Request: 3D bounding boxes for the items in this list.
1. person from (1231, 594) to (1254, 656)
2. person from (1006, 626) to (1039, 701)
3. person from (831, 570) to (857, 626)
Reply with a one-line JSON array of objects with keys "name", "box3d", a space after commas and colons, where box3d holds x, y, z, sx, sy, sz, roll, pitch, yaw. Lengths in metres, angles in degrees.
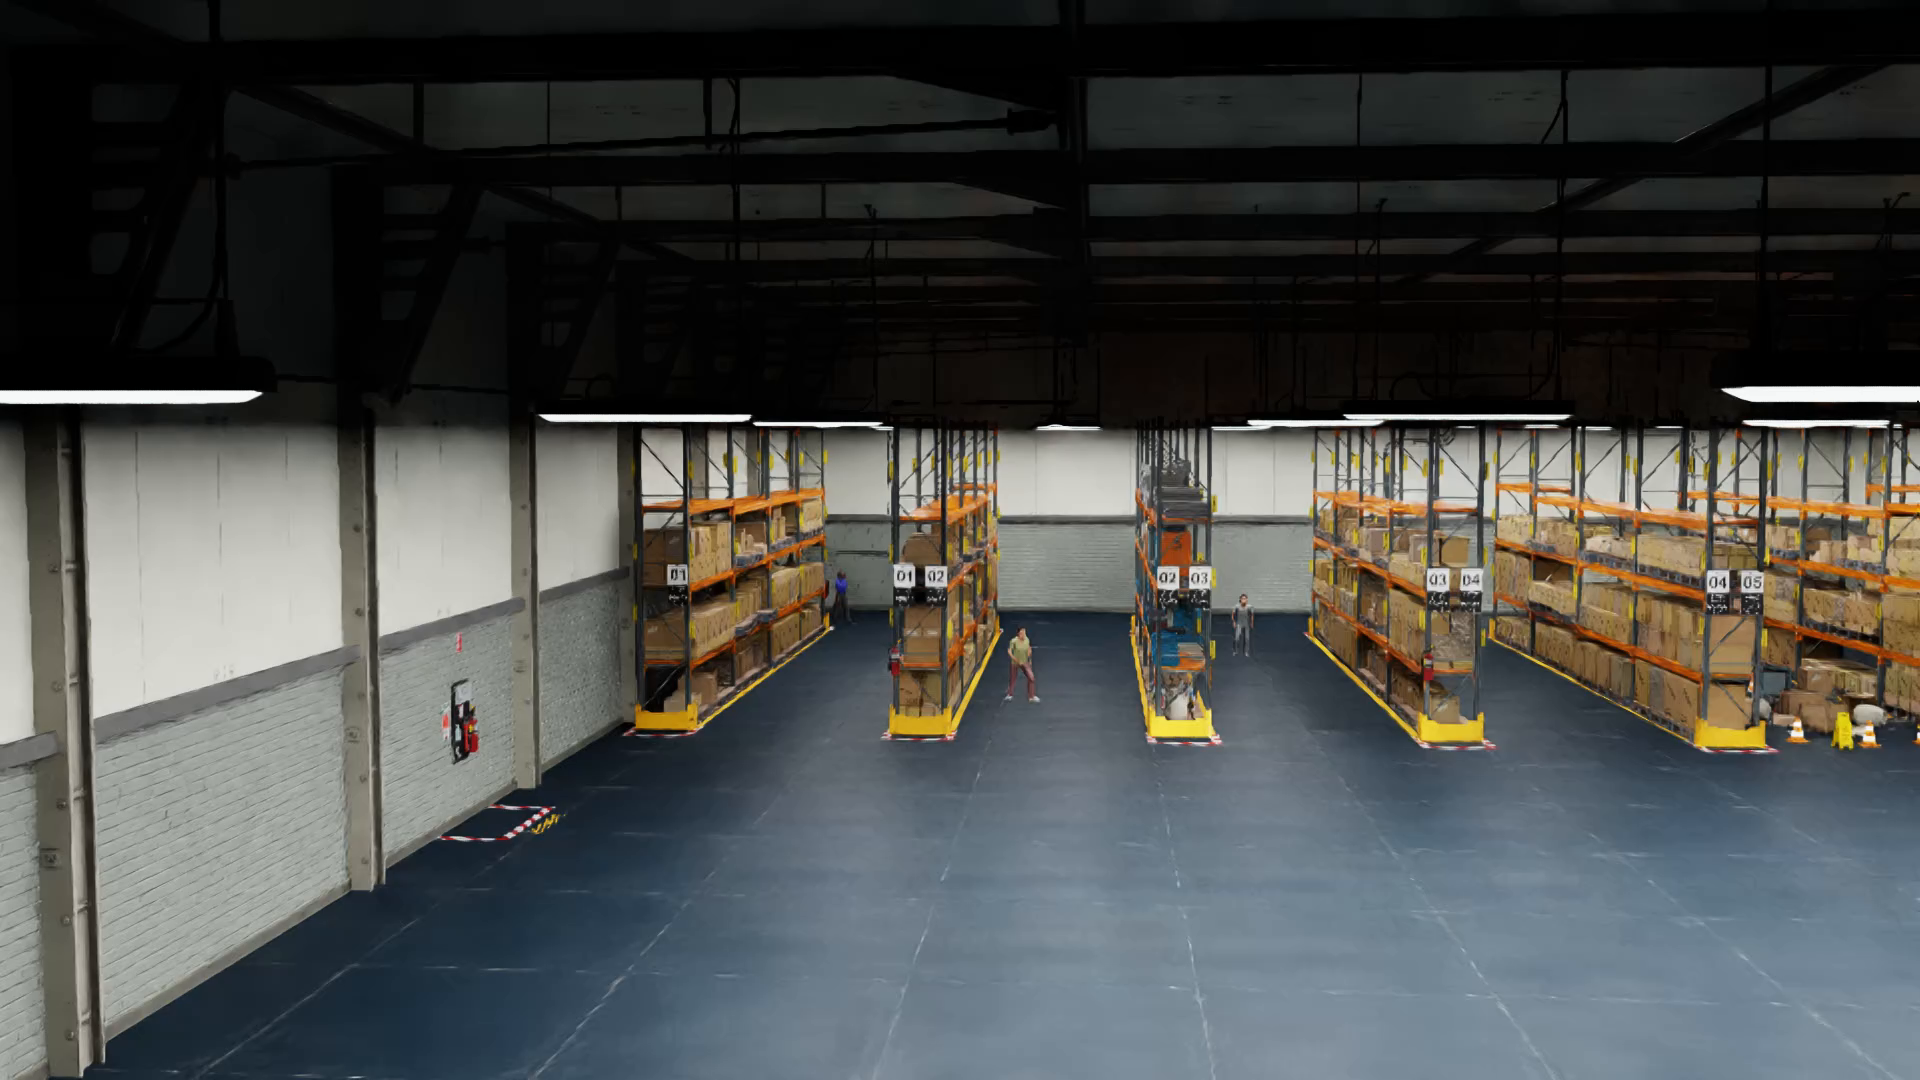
[{"name": "person", "box3d": [7.191, 2.160, 42.301, 0.580, 1.618, 0.507, 0, 4, 3]}, {"name": "person", "box3d": [1.291, 2.606, 35.314, 0.625, 1.607, 0.808, -1, 4, -13]}, {"name": "person", "box3d": [-3.470, 1.694, 48.977, 0.555, 1.644, 0.697, 3, 5, 40]}]
